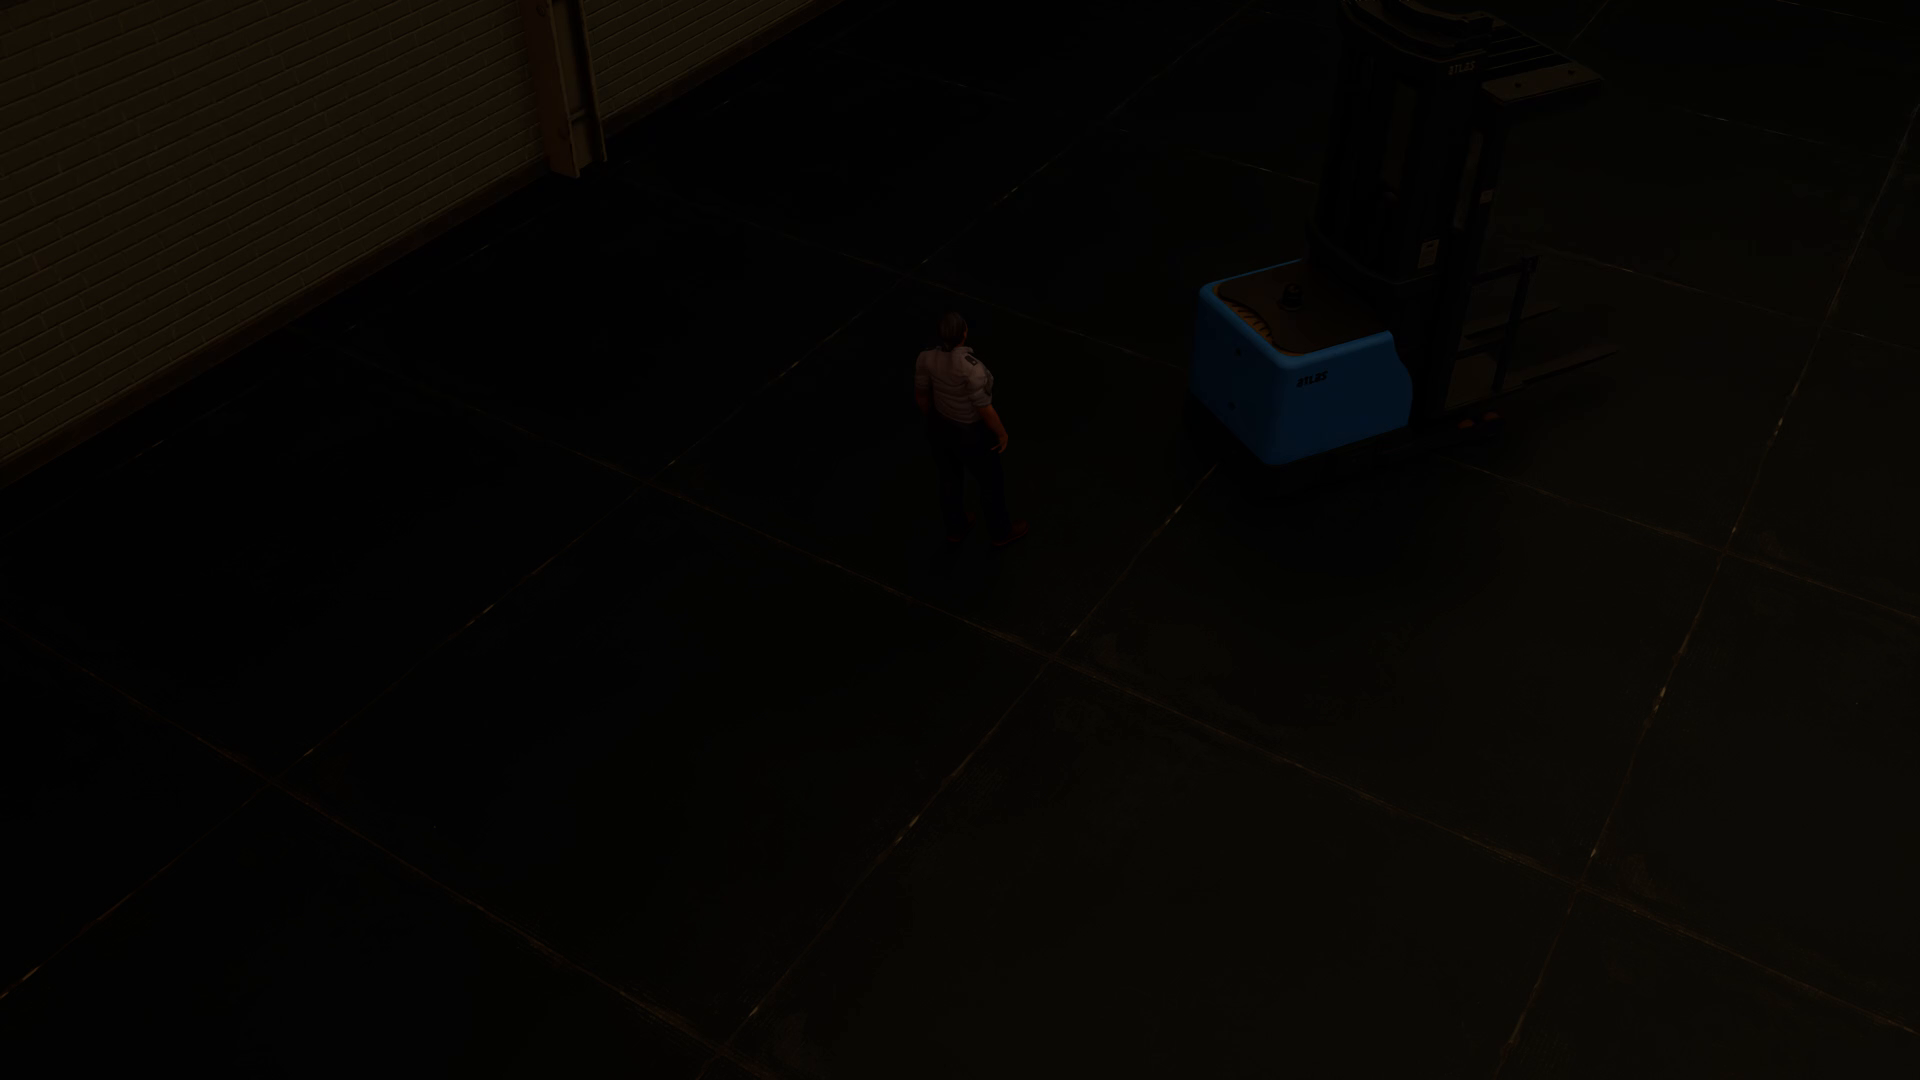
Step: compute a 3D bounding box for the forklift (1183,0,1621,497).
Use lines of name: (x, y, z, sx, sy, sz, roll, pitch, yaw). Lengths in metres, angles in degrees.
forklift: (3.043, -2.037, 10.371, 3.031, 2.935, 1.130, -17, 43, -19)

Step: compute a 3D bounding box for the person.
person: (0.068, -0.675, 9.746, 0.598, 1.651, 0.502, 22, 45, 24)
